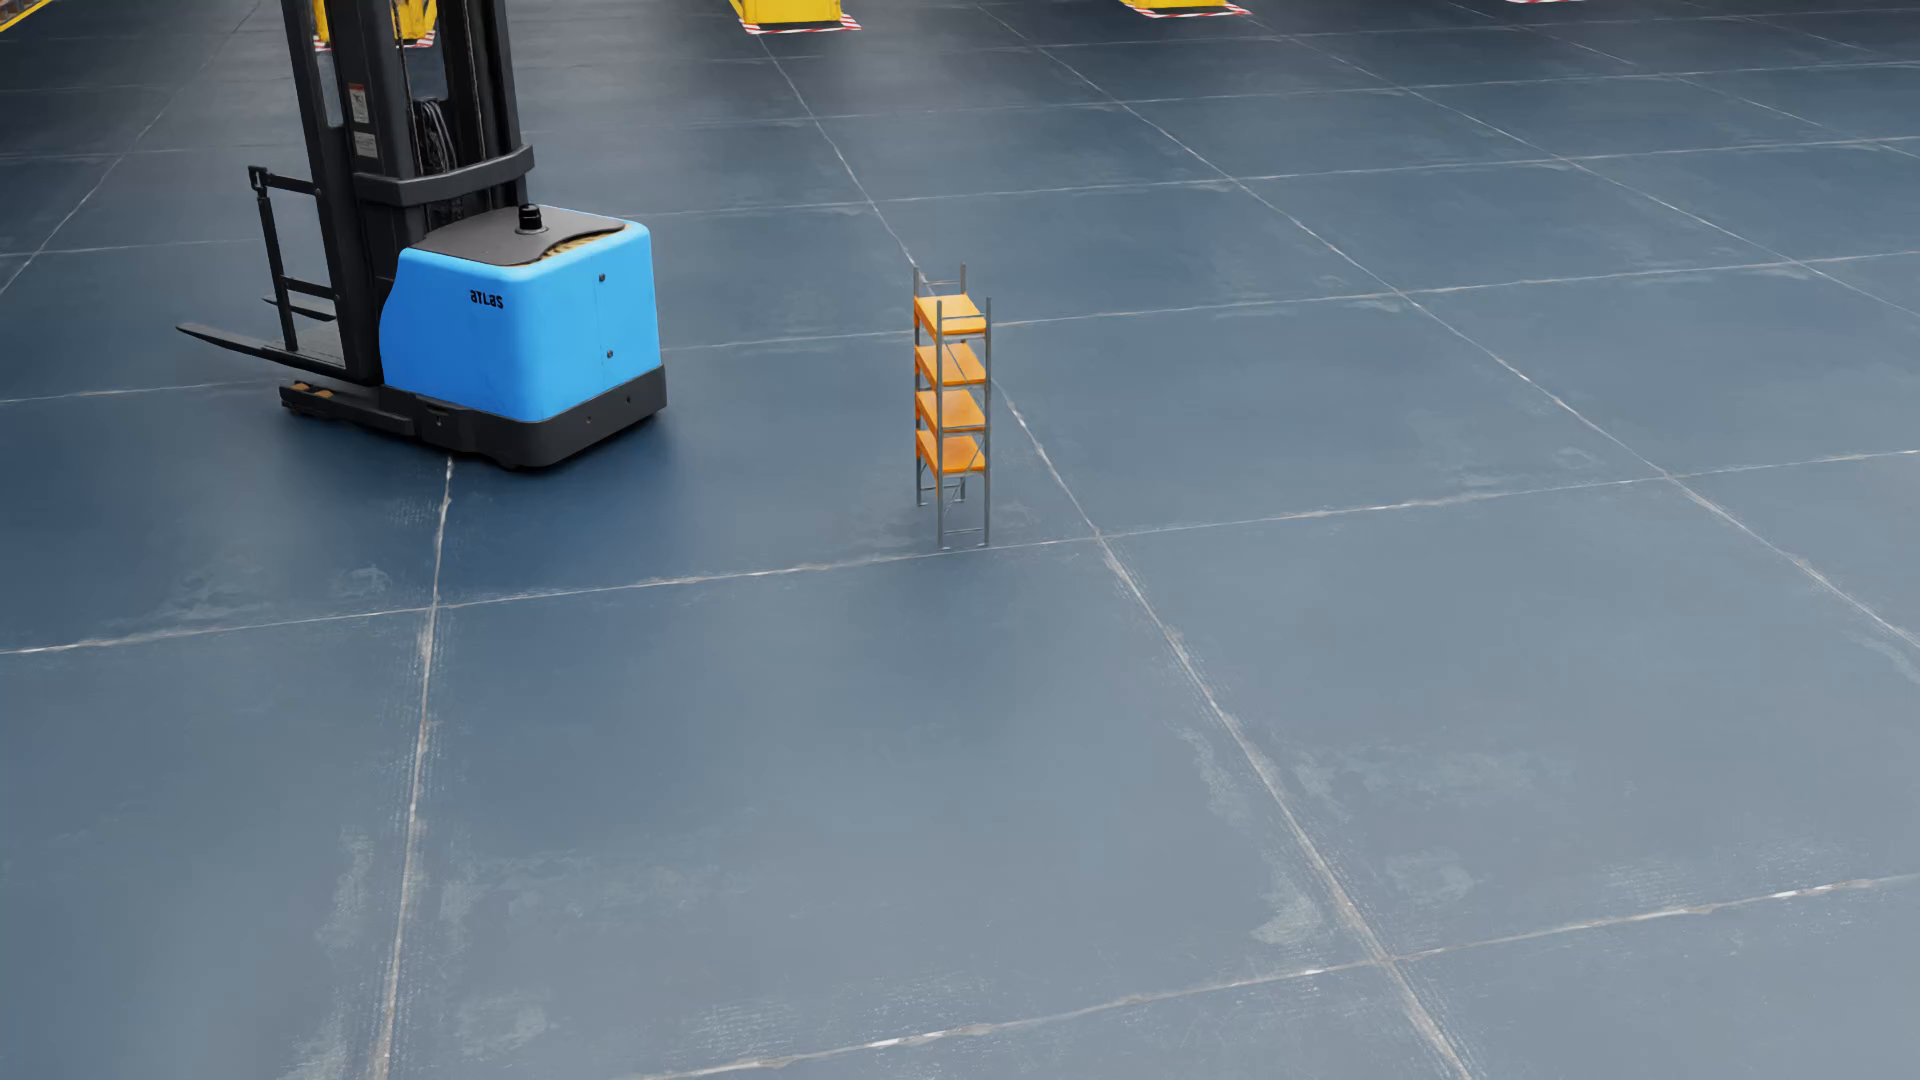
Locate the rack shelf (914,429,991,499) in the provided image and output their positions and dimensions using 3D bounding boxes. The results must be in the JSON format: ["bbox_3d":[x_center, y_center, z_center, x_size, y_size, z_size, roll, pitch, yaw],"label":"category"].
[{"bbox_3d":[-0.037,-0.371,7.743,0.258,0.148,0.480,-6,27,-12],"label":"rack shelf"}]

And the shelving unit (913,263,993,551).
[{"bbox_3d":[-0.037,-0.608,7.624,0.258,1.200,0.503,-6,27,-12],"label":"shelving unit"}]

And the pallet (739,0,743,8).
[{"bbox_3d":[-2.238,-6.831,21.050,1.003,0.211,1.213,-6,27,-12],"label":"pallet"}]

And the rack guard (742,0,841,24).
[{"bbox_3d":[-2.060,-6.603,20.277,1.175,0.500,0.348,-6,27,-12],"label":"rack guard"}]

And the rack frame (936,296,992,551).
[{"bbox_3d":[0.018,-0.501,7.411,0.240,1.200,0.015,-6,27,-12],"label":"rack frame"}]

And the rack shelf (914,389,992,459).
[{"bbox_3d":[-0.037,-0.548,7.654,0.258,0.148,0.480,-6,27,-12],"label":"rack shelf"}]

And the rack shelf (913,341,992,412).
[{"bbox_3d":[-0.037,-0.748,7.553,0.258,0.148,0.480,-6,27,-12],"label":"rack shelf"}]

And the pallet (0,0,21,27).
[{"bbox_3d":[-12.086,-6.367,20.131,1.003,0.211,1.213,-6,27,-12],"label":"pallet"}]

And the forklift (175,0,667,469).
[{"bbox_3d":[-3.124,-2.142,8.741,3.031,2.935,1.130,15,30,27],"label":"forklift"}]

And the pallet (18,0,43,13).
[{"bbox_3d":[-12.365,-6.904,21.194,1.003,0.211,1.213,-6,27,-12],"label":"pallet"}]

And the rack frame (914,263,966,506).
[{"bbox_3d":[-0.092,-0.715,7.836,0.240,1.200,0.015,-6,27,-12],"label":"rack frame"}]

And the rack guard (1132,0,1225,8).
[{"bbox_3d":[2.812,-7.111,21.283,1.175,0.500,0.348,-6,27,-12],"label":"rack guard"}]

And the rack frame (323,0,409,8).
[{"bbox_3d":[-6.824,-7.189,18.664,1.000,3.000,0.127,-6,27,-12],"label":"rack frame"}]

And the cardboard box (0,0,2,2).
[{"bbox_3d":[-11.962,-6.655,19.892,0.700,0.500,0.500,-8,28,-15],"label":"cardboard box"}]

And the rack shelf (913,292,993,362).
[{"bbox_3d":[-0.037,-0.959,7.447,0.258,0.148,0.480,-6,27,-12],"label":"rack shelf"}]

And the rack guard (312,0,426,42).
[{"bbox_3d":[-6.818,-6.062,19.206,1.175,0.500,0.348,-6,27,-12],"label":"rack guard"}]

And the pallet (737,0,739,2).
[{"bbox_3d":[-2.509,-7.366,22.109,1.003,0.211,1.213,-6,27,-12],"label":"pallet"}]

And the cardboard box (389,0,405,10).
[{"bbox_3d":[-6.728,-6.407,19.700,0.500,0.250,0.500,-6,27,-12],"label":"cardboard box"}]

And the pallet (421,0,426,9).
[{"bbox_3d":[-7.308,-6.810,21.008,1.003,0.211,1.213,-6,27,-12],"label":"pallet"}]
